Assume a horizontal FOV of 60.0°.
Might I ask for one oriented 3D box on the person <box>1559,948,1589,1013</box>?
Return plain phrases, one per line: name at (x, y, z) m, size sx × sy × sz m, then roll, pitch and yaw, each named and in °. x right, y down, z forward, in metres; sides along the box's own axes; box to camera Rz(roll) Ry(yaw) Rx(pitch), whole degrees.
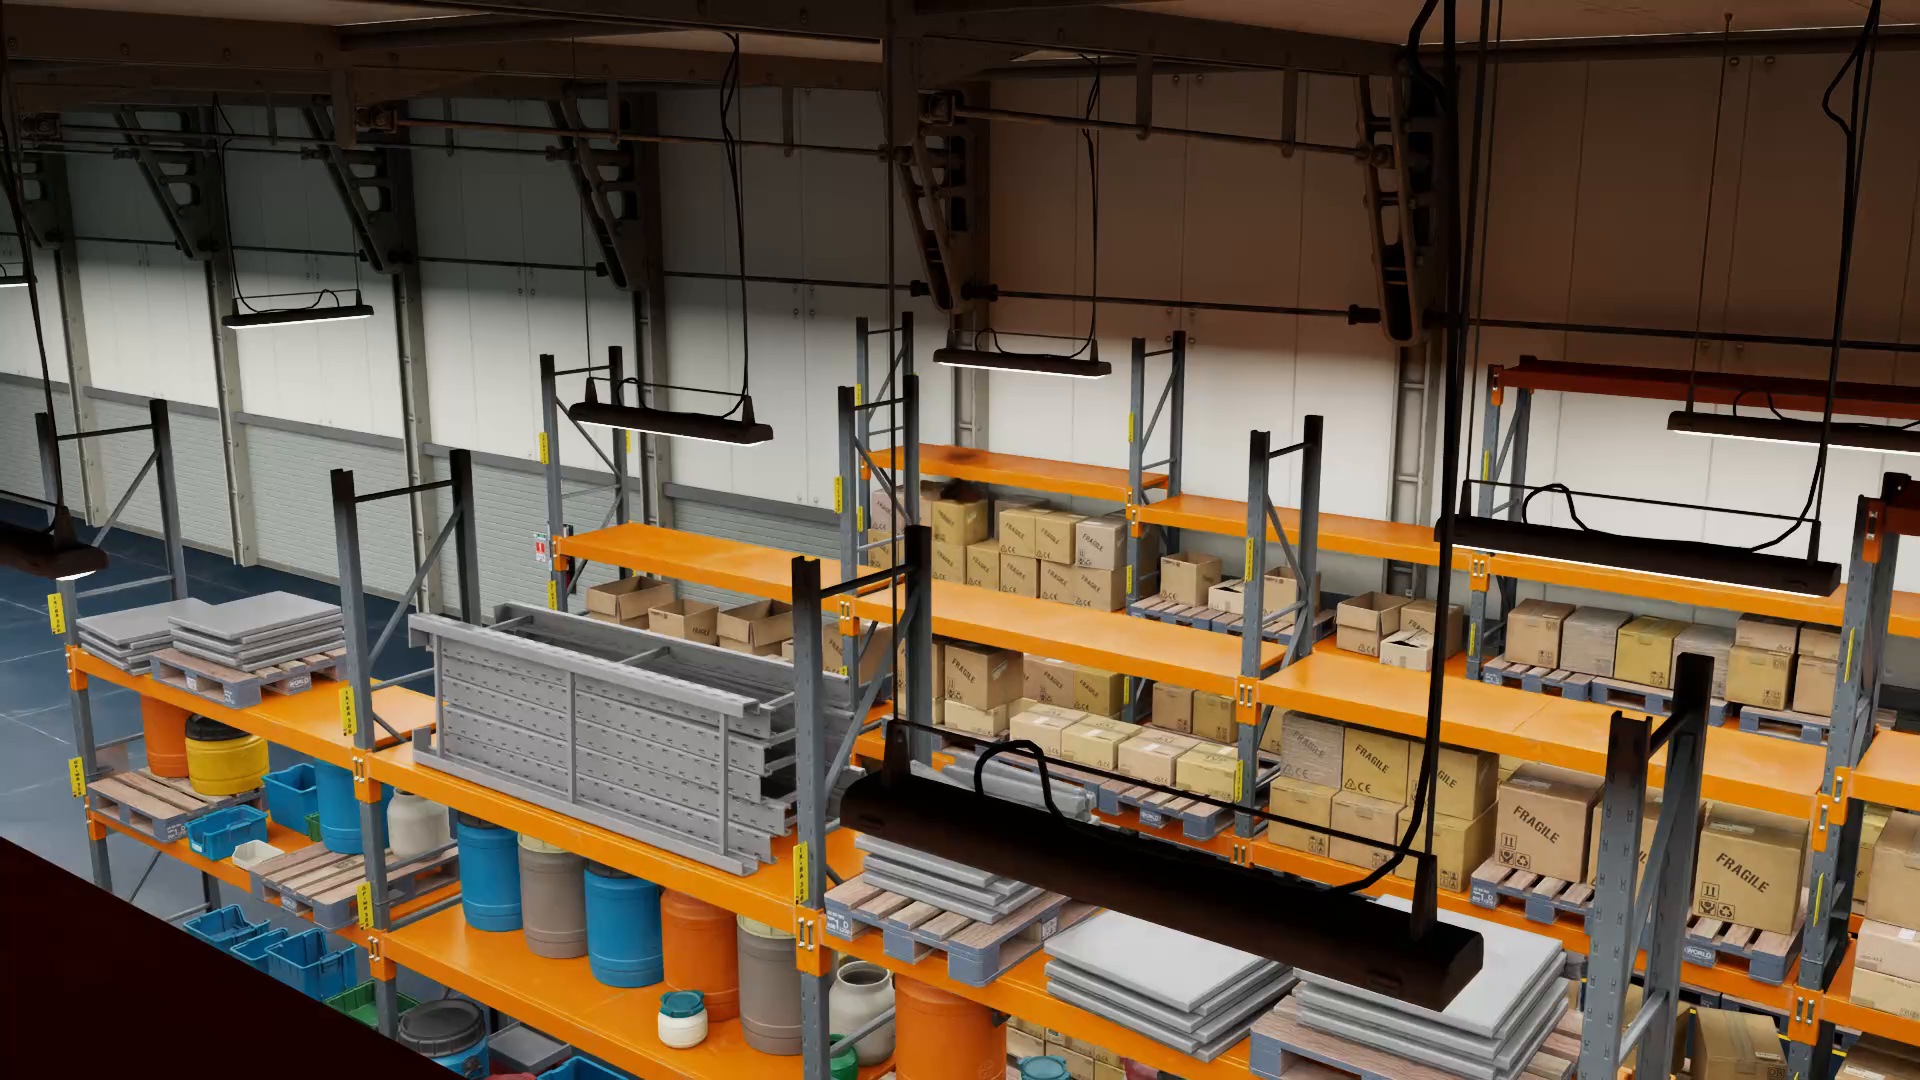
person at (5.682, 3.675, 15.545) m, size 0.431 × 1.809 × 0.651 m, roll -11°, pitch 17°, yaw -38°
